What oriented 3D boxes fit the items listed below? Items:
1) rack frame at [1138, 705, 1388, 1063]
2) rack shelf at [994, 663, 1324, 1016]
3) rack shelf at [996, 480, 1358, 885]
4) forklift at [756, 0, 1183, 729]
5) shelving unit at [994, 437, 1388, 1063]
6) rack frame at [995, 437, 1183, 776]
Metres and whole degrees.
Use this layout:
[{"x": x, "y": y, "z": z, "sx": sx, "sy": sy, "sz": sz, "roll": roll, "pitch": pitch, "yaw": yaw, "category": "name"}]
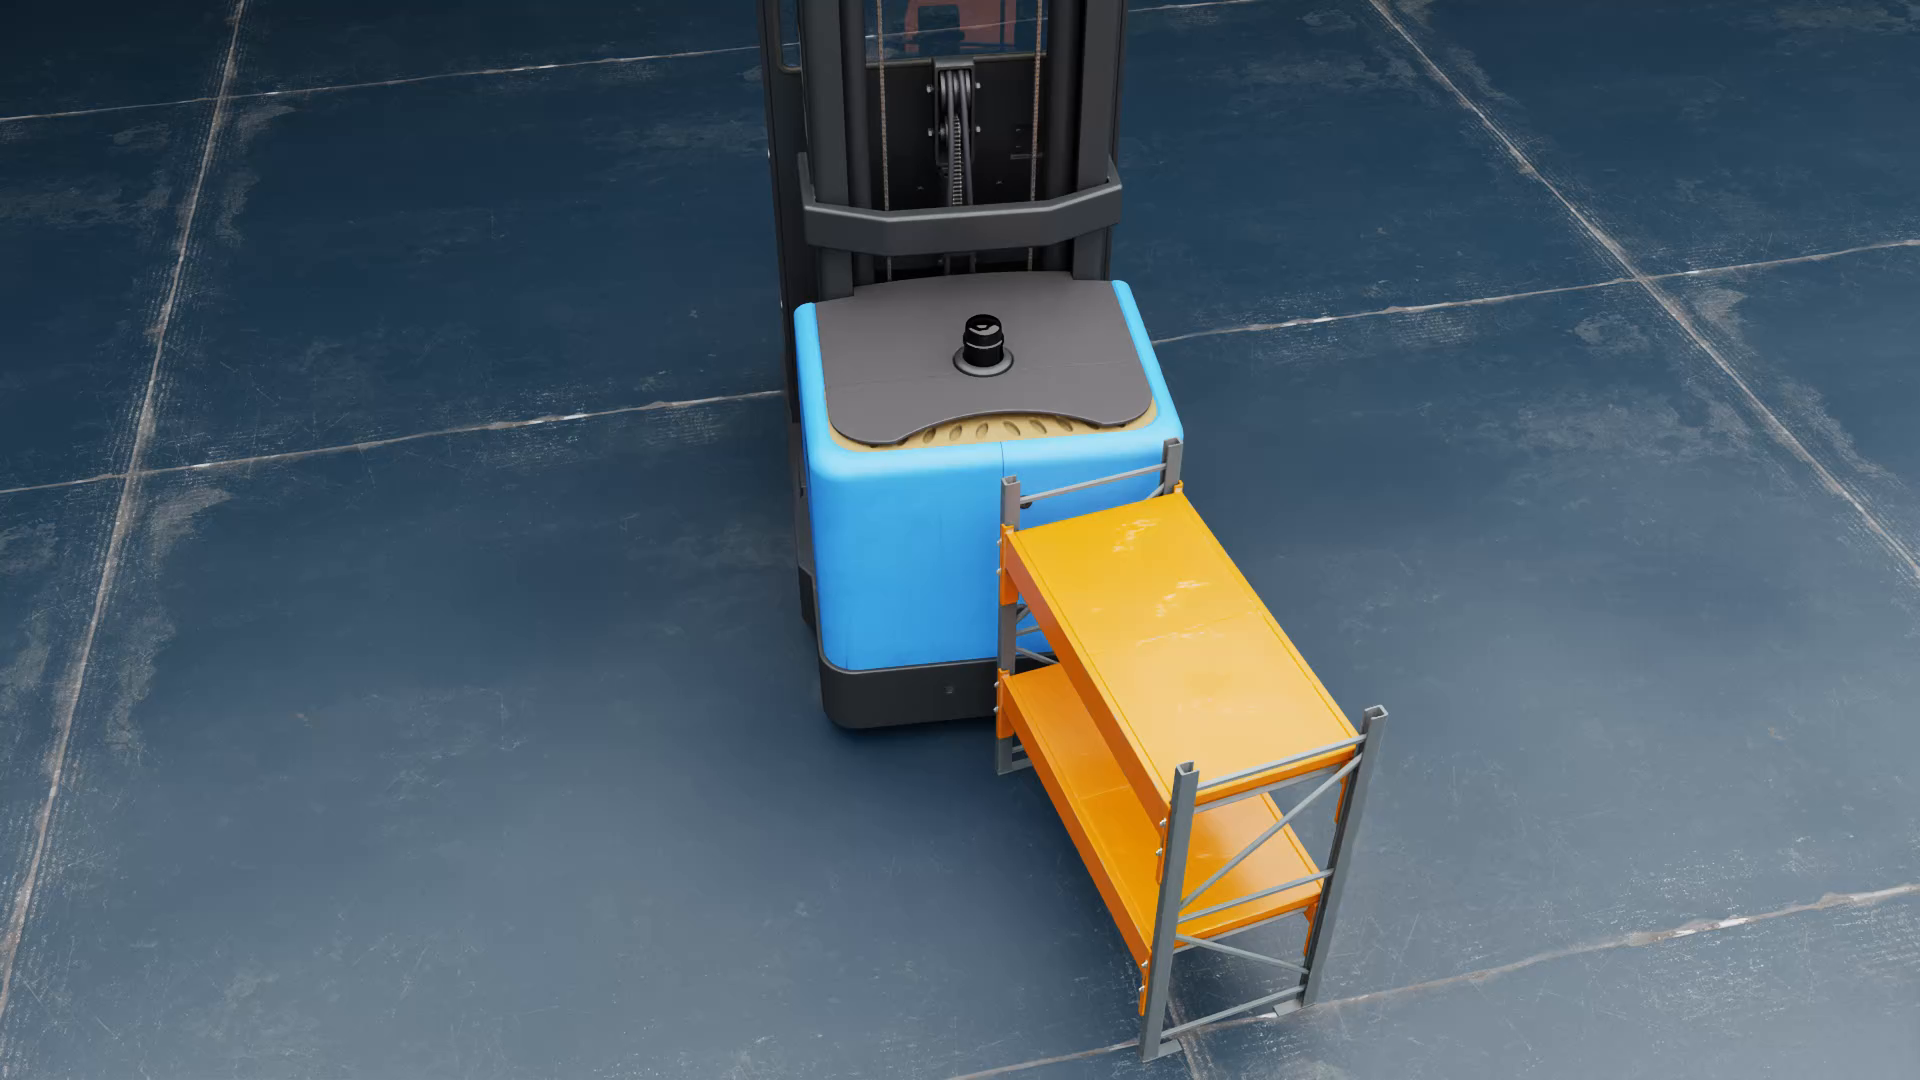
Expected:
[{"x": 0.696, "y": 0.849, "z": 3.946, "sx": 0.500, "sy": 1.125, "sz": 0.032, "roll": -14, "pitch": 43, "yaw": -15, "category": "rack frame"}, {"x": 0.520, "y": 0.715, "z": 4.465, "sx": 0.538, "sy": 0.278, "sz": 1.000, "roll": -14, "pitch": 43, "yaw": -15, "category": "rack shelf"}, {"x": 0.520, "y": 0.313, "z": 4.109, "sx": 0.538, "sy": 0.278, "sz": 1.000, "roll": -14, "pitch": 43, "yaw": -15, "category": "rack shelf"}, {"x": -0.082, "y": -1.508, "z": 5.241, "sx": 1.130, "sy": 2.935, "sz": 3.031, "roll": -5, "pitch": 42, "yaw": -6, "category": "forklift"}, {"x": 0.520, "y": 0.532, "z": 4.303, "sx": 0.538, "sy": 1.125, "sz": 1.048, "roll": -14, "pitch": 43, "yaw": -15, "category": "shelving unit"}, {"x": 0.344, "y": 0.216, "z": 4.660, "sx": 0.500, "sy": 1.125, "sz": 0.032, "roll": -14, "pitch": 43, "yaw": -15, "category": "rack frame"}]
